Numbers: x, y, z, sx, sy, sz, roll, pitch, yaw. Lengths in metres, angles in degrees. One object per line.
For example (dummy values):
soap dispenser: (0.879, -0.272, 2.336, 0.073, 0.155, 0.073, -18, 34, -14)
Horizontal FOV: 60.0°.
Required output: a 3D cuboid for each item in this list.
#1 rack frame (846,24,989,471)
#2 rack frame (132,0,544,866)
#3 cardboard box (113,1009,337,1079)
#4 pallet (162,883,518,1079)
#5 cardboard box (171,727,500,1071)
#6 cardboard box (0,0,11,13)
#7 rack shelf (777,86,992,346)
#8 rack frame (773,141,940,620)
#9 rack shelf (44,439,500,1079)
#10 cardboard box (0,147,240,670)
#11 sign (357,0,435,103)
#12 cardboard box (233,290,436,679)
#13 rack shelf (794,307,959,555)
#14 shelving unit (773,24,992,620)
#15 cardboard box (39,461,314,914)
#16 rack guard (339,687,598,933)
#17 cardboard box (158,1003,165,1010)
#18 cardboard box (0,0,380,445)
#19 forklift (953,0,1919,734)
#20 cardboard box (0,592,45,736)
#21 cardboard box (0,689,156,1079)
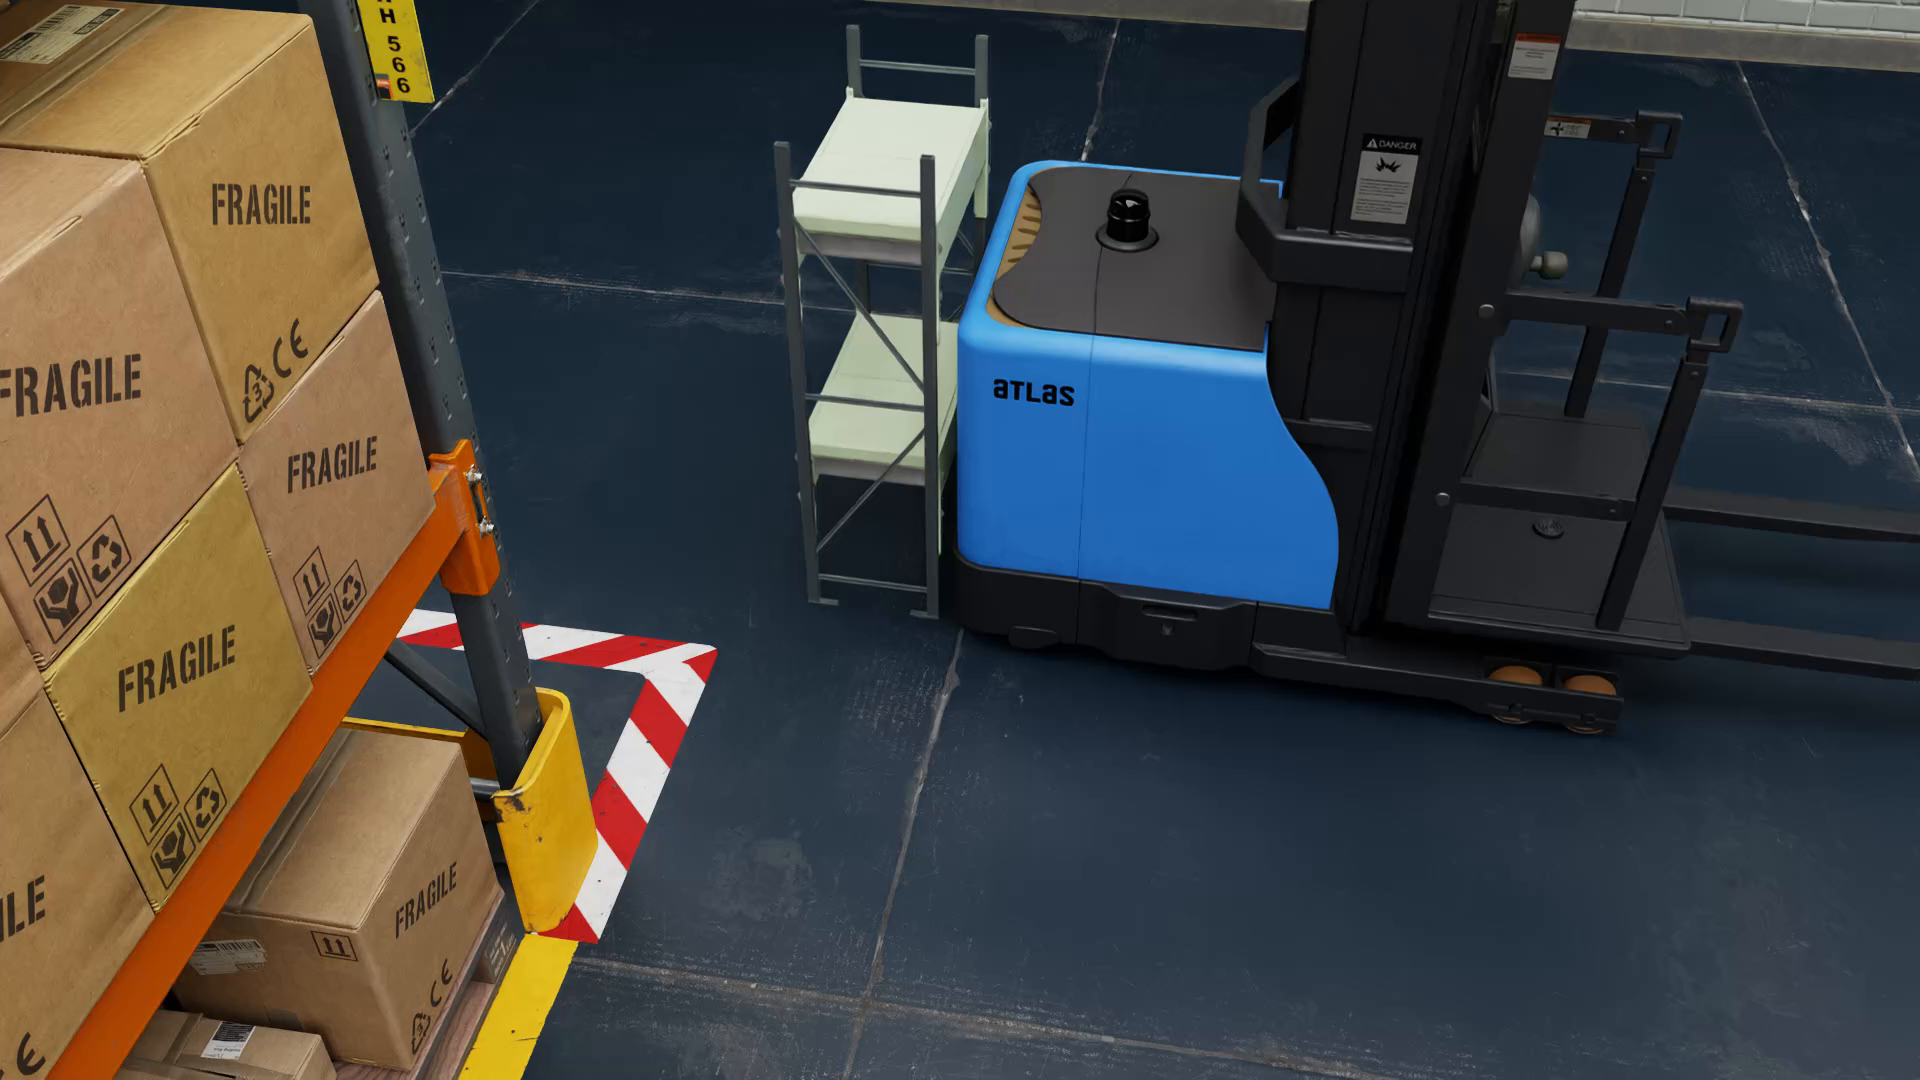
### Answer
rack frame: (-0.119, -0.828, 5.074, 0.400, 1.500, 0.023, 7, 40, 8)
rack frame: (-1.517, -0.405, 3.386, 1.000, 3.000, 0.127, 6, 40, 8)
cardboard box: (-1.527, 1.130, 3.408, 0.380, 0.166, 0.250, 6, 40, 8)
pallet: (-1.667, 1.218, 3.612, 1.003, 0.211, 1.213, 6, 40, 8)
cardboard box: (-1.368, 0.757, 3.597, 0.500, 0.500, 0.500, 6, 40, 8)
cardboard box: (-1.853, -0.580, 2.734, 0.500, 0.500, 0.500, 8, 40, 9)
rack shelf: (-0.189, -0.900, 4.549, 0.431, 0.370, 0.720, 7, 40, 8)
rack frame: (-0.258, -0.370, 4.521, 0.400, 1.500, 0.023, 7, 40, 8)
rack shelf: (-1.863, 1.127, 2.097, 1.077, 0.370, 4.000, 6, 40, 8)
cardboard box: (-1.409, -0.202, 2.278, 0.500, 0.500, 0.500, 7, 40, 9)
sign: (-0.973, -0.900, 2.827, 0.100, 0.325, 0.005, 6, 40, 8)
cardboard box: (-1.326, -0.133, 2.978, 0.500, 0.500, 0.500, 8, 40, 9)
rack shelf: (-0.189, -0.348, 5.005, 0.431, 0.370, 0.720, 7, 40, 8)
shelving unit: (-0.189, -0.599, 4.797, 0.431, 1.500, 0.755, 7, 40, 8)
cardboard box: (-1.412, 0.193, 2.584, 0.500, 0.500, 0.500, 7, 40, 8)
rack guard: (-1.530, 0.606, 4.125, 1.175, 0.500, 0.348, 6, 40, 8)
cardboard box: (-1.977, 1.109, 3.368, 0.500, 0.250, 0.500, 6, 40, 8)
cardboard box: (-1.323, -0.519, 2.661, 0.500, 0.500, 0.500, 6, 40, 7)
forklift: (1.548, -0.964, 4.115, 3.031, 2.935, 1.130, 7, 40, 8)
cardboard box: (-1.494, 0.124, 1.883, 0.500, 0.500, 0.500, 7, 40, 9)
cardboard box: (-1.504, 0.506, 2.206, 0.500, 0.500, 0.500, 7, 40, 8)
